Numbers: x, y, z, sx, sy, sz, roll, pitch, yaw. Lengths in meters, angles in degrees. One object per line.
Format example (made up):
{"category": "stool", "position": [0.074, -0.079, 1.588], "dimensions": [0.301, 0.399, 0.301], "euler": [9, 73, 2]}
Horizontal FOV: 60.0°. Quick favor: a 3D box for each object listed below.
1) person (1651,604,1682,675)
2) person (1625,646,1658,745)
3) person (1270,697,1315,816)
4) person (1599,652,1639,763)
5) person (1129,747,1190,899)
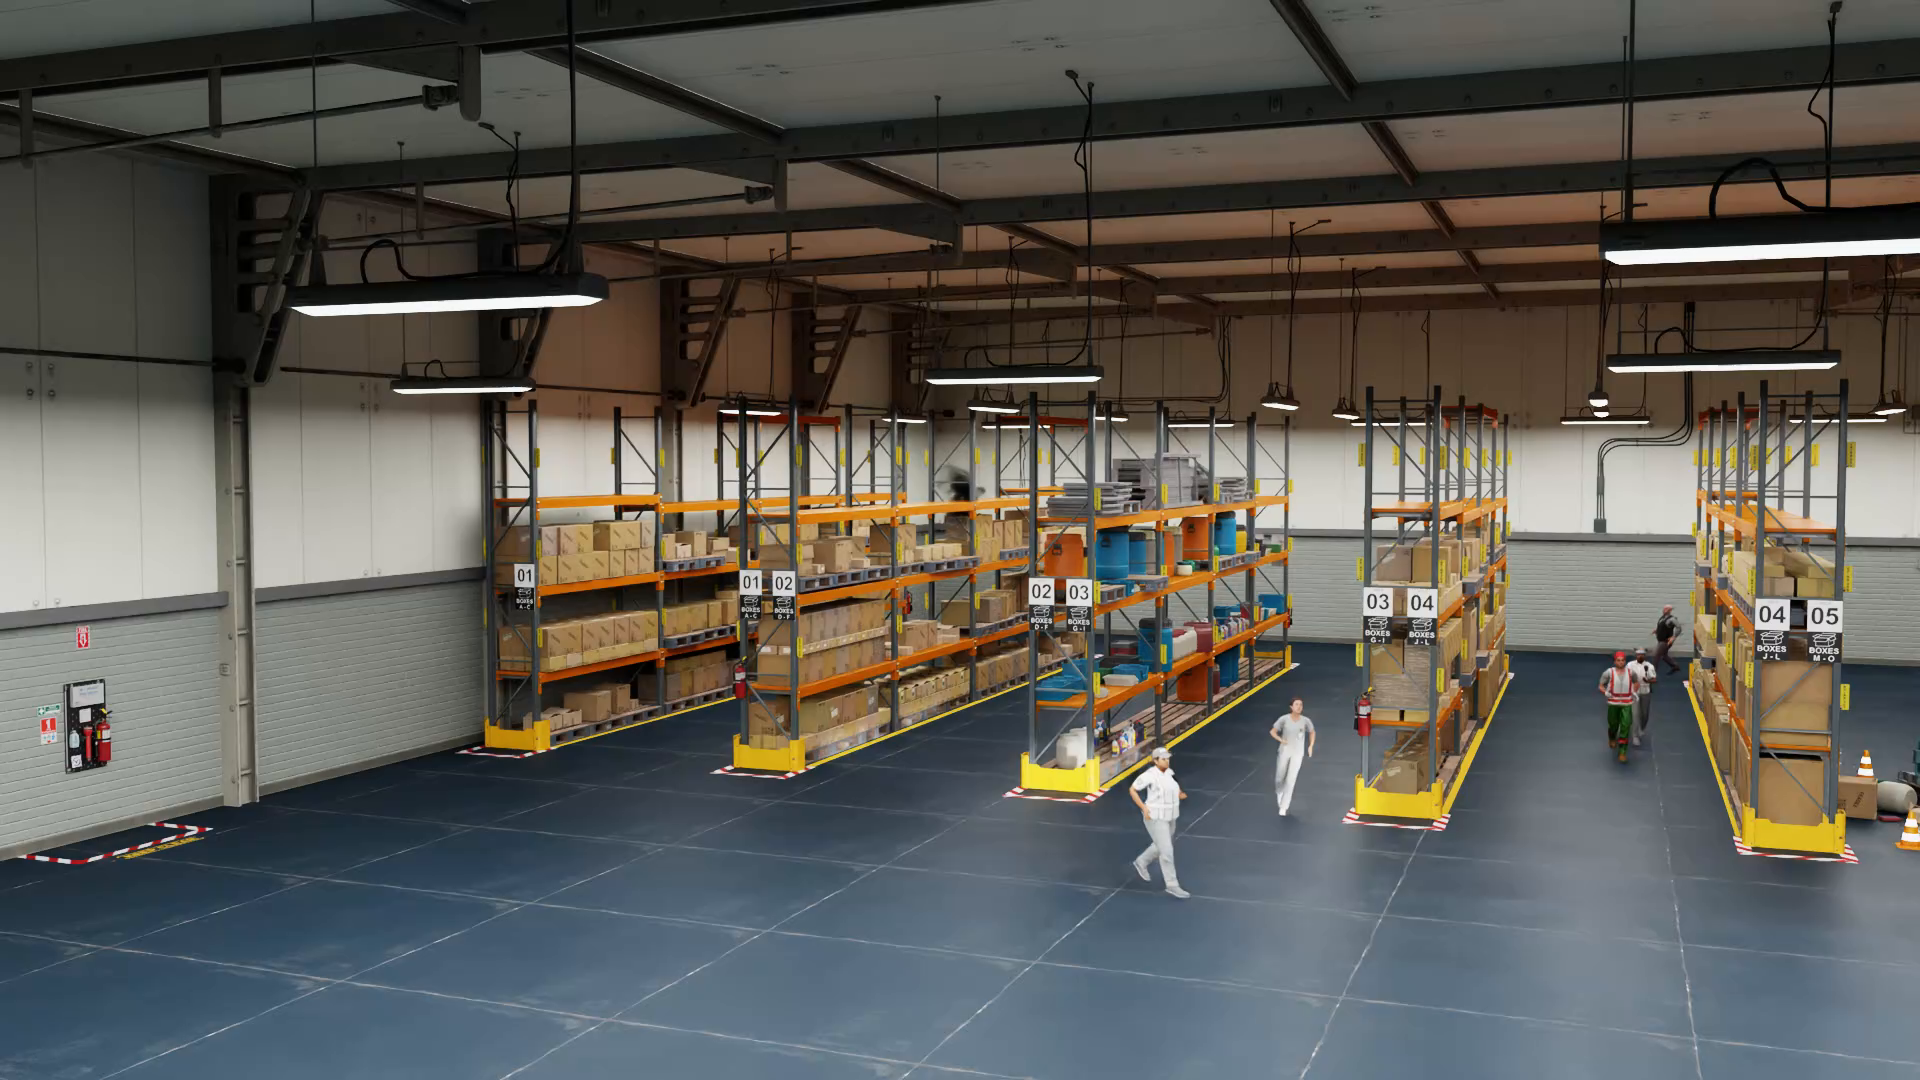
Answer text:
{"category": "person", "position": [15.894, 2.293, 37.527], "dimensions": [0.953, 1.699, 0.727], "euler": [0, 3, 1]}
{"category": "person", "position": [11.909, 2.695, 29.148], "dimensions": [0.574, 1.684, 0.921], "euler": [1, 3, 19]}
{"category": "person", "position": [4.681, 3.033, 23.414], "dimensions": [0.627, 1.606, 0.848], "euler": [1, 3, 12]}
{"category": "person", "position": [10.972, 2.748, 27.666], "dimensions": [0.656, 1.789, 0.956], "euler": [1, 3, 14]}
{"category": "person", "position": [2.307, 3.207, 19.132], "dimensions": [0.605, 1.653, 0.943], "euler": [-3, 4, -44]}
